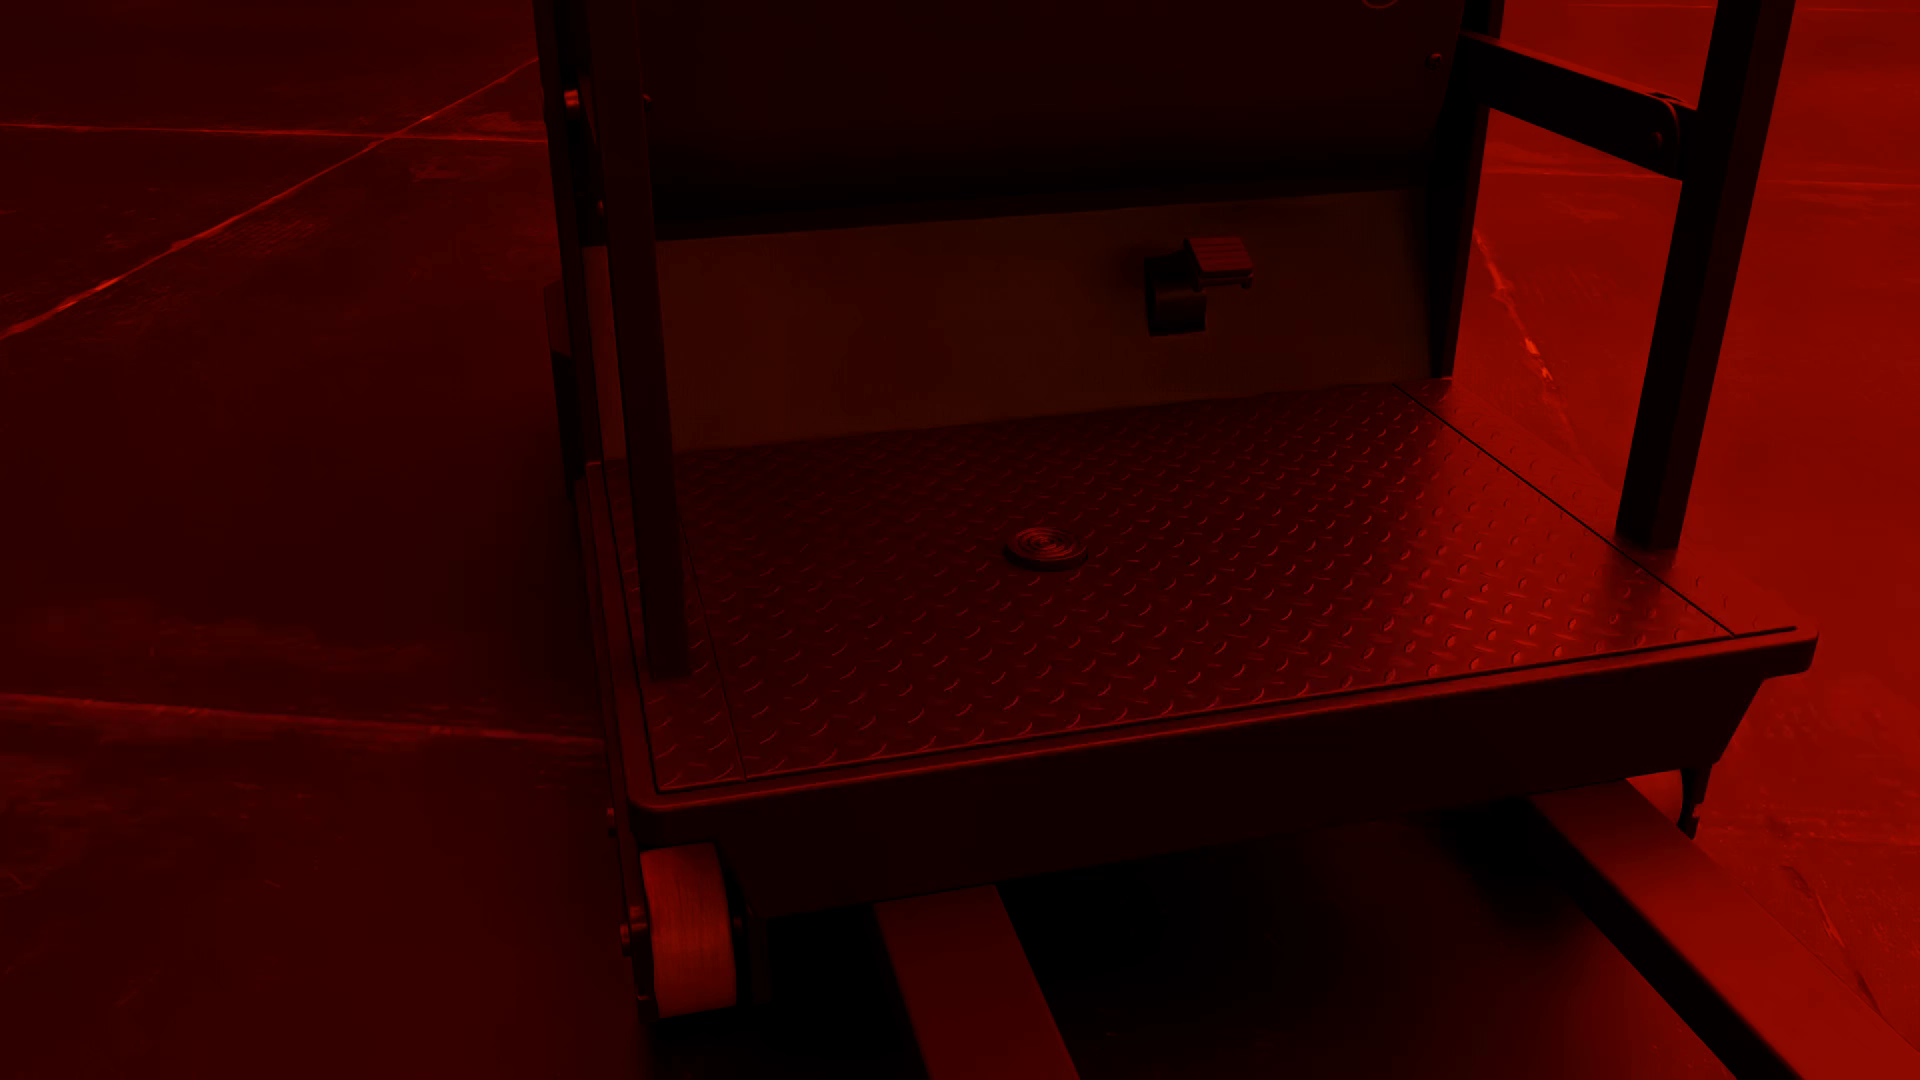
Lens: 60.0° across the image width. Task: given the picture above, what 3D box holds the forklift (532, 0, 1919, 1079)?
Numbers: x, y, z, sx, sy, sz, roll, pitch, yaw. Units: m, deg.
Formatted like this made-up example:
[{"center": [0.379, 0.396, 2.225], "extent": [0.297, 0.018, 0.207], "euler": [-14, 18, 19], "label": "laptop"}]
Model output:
[{"center": [0.153, -1.049, 1.319], "extent": [1.130, 2.935, 3.031], "euler": [-7, 27, -13], "label": "forklift"}]
